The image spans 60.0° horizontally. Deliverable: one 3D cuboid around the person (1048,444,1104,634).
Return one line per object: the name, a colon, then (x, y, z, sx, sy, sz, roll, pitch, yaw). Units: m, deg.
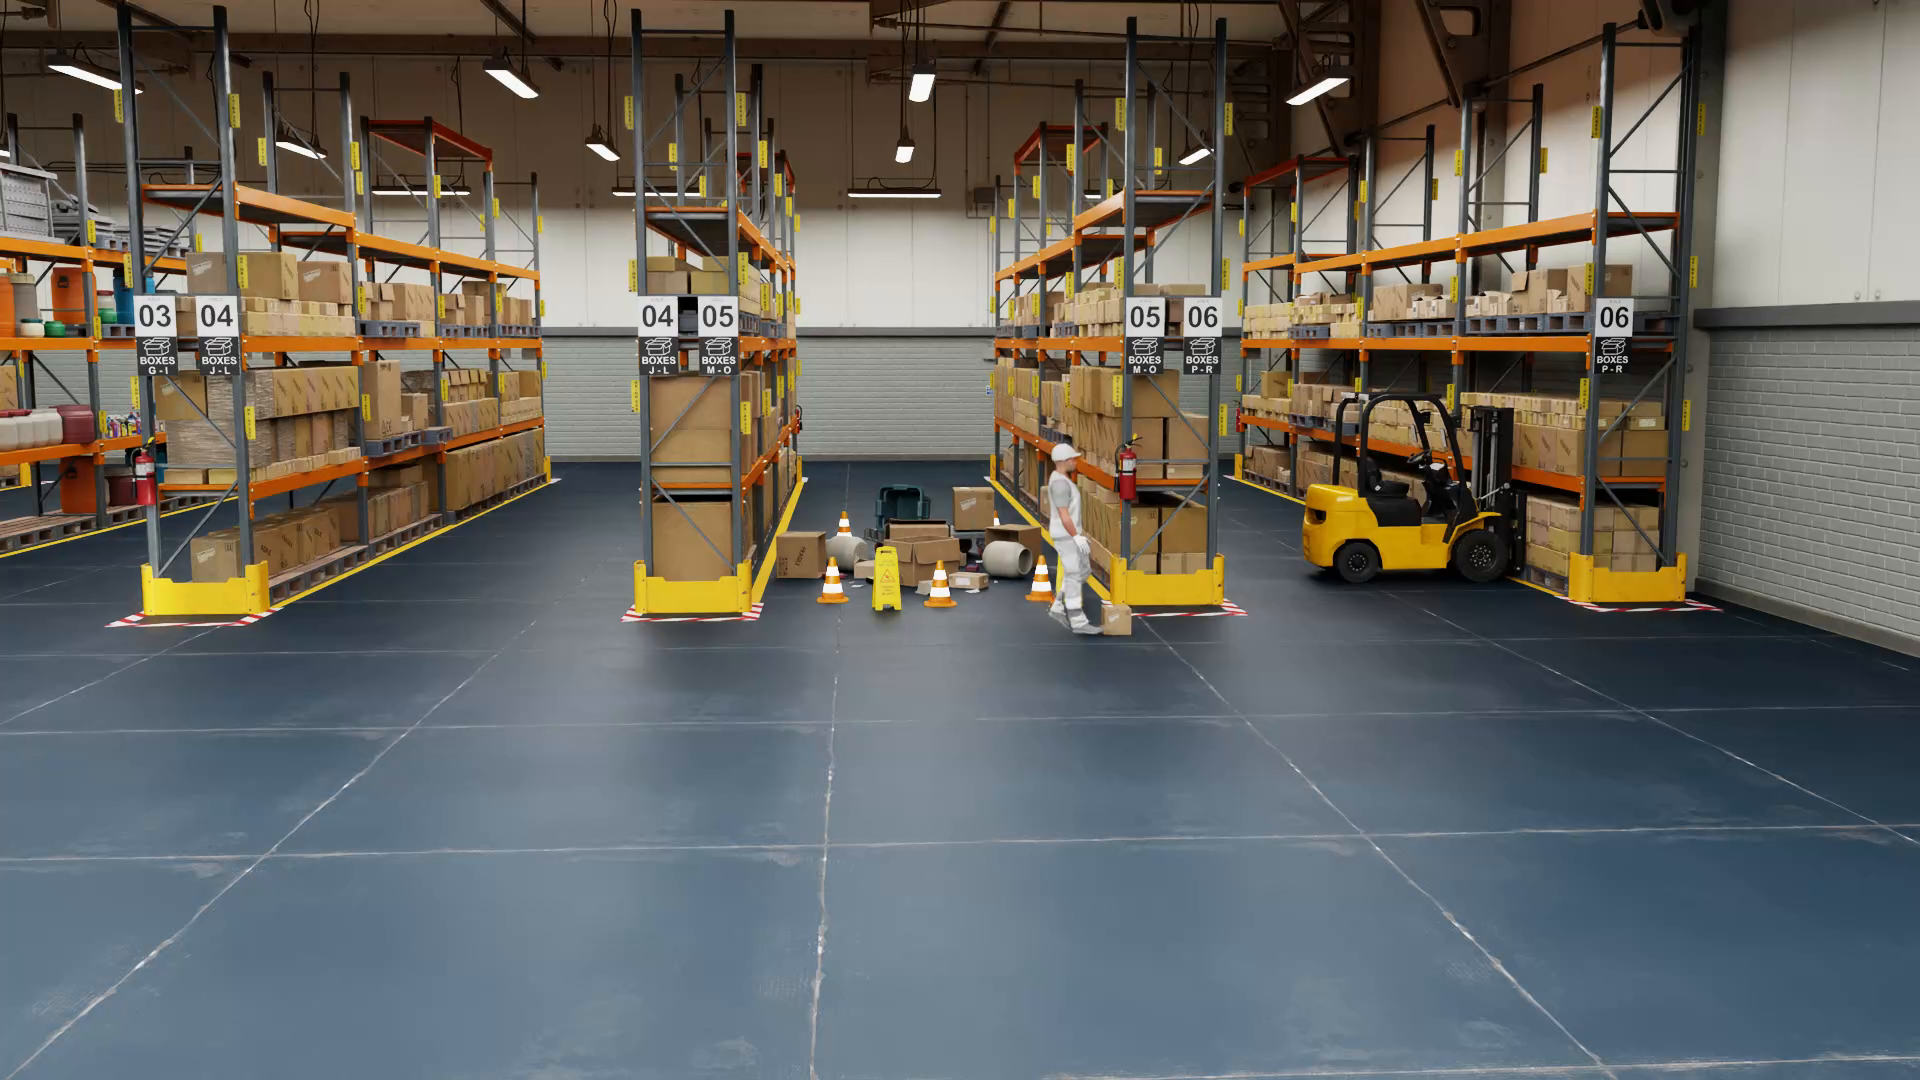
person: (1.093, -0.010, 15.641, 0.540, 1.795, 0.604, 1, 7, 6)
